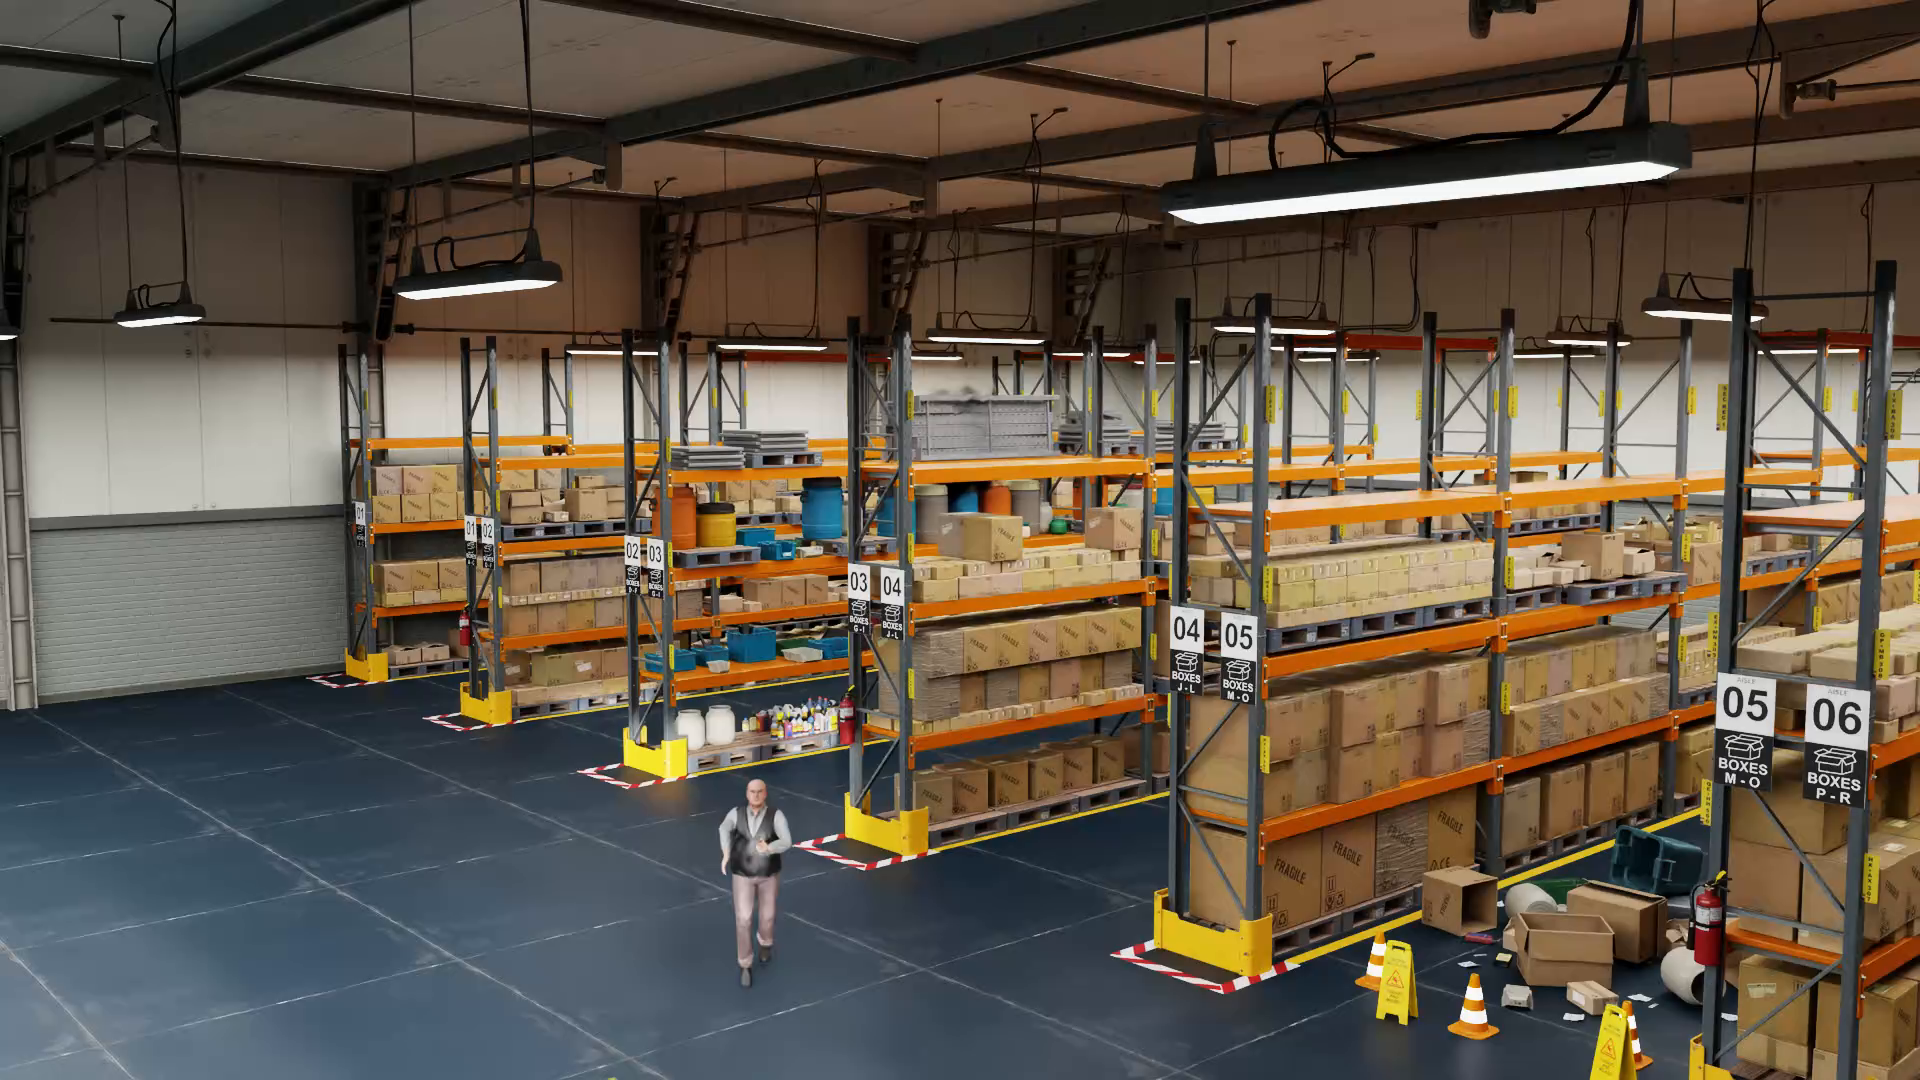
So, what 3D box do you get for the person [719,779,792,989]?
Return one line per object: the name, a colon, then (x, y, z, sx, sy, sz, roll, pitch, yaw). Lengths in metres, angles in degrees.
person: (-1.803, 2.993, 14.687, 0.630, 1.782, 0.778, -1, 5, -9)
